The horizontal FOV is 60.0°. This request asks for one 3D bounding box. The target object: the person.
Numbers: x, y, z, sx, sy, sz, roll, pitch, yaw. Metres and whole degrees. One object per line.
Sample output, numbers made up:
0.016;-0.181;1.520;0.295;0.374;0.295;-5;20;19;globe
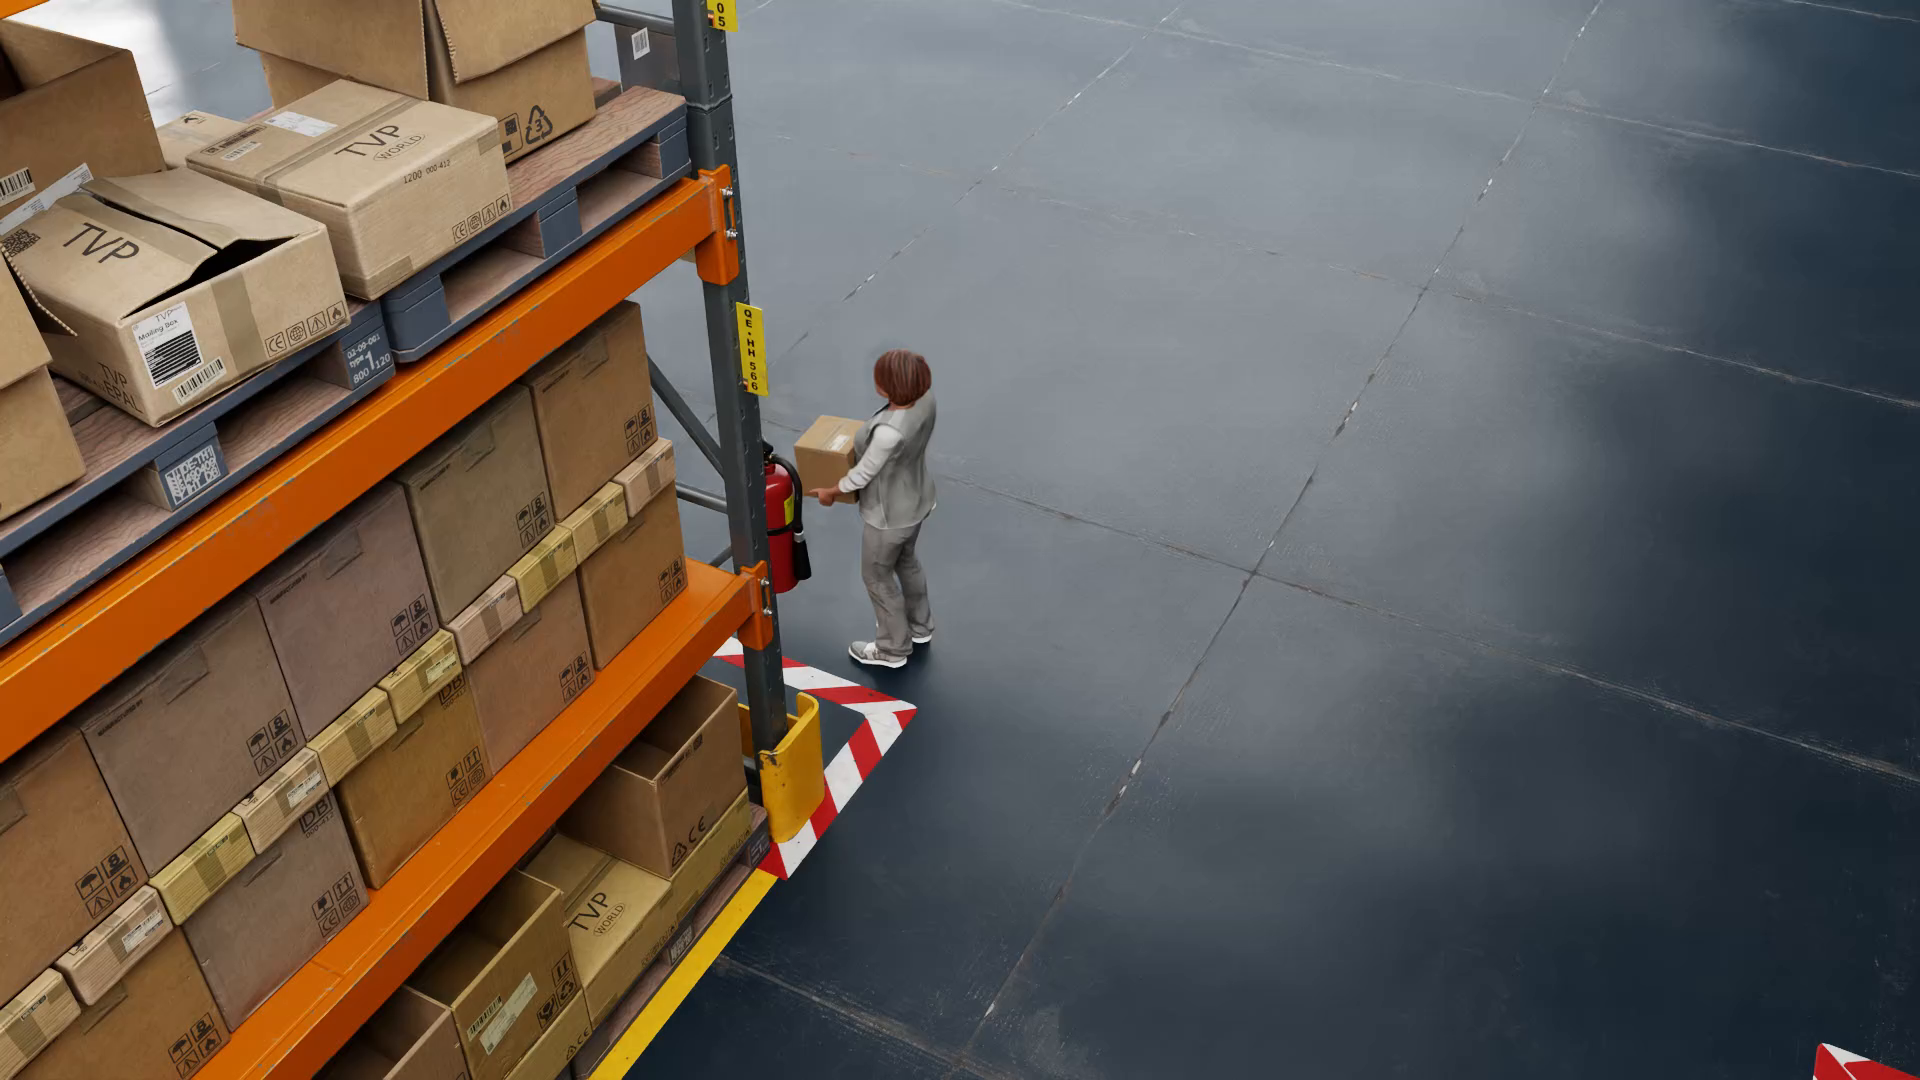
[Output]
-0.345;-0.150;6.948;0.497;1.590;0.404;16;41;19;person
